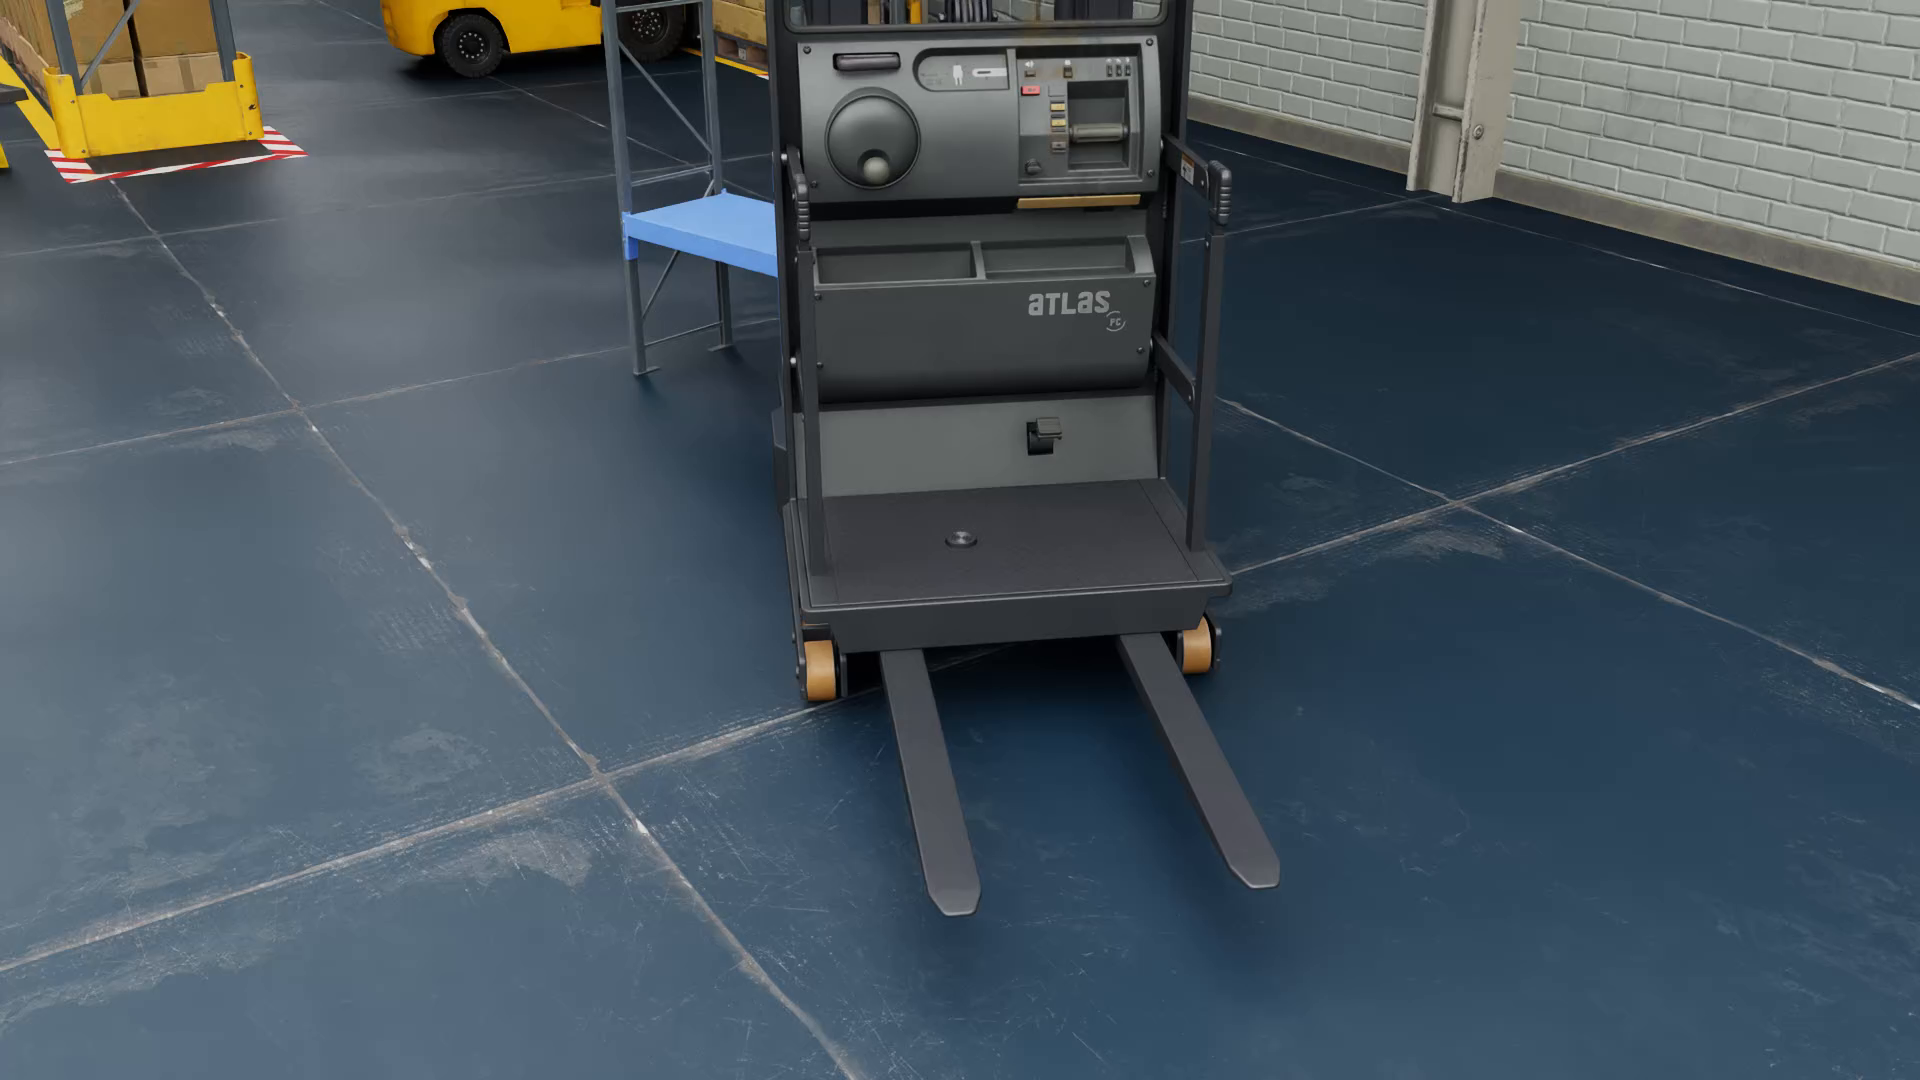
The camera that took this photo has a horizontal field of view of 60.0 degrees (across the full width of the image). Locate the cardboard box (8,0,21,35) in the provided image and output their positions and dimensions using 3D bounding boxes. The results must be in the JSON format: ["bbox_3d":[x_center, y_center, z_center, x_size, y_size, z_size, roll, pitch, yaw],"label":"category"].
[{"bbox_3d":[-6.531,-3.923,11.897,0.500,0.500,0.500,-14,29,-27],"label":"cardboard box"}]

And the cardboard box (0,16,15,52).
[{"bbox_3d":[-7.115,-3.958,12.851,0.500,0.250,0.500,-17,30,-32],"label":"cardboard box"}]

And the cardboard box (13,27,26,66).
[{"bbox_3d":[-6.523,-3.581,12.051,0.500,0.250,0.500,-16,30,-30],"label":"cardboard box"}]

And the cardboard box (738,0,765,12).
[{"bbox_3d":[-1.398,-4.287,12.961,0.500,0.250,0.500,-16,30,-30],"label":"cardboard box"}]

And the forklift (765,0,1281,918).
[{"bbox_3d":[0.088,-1.061,4.065,1.130,2.935,3.031,-3,25,-7],"label":"forklift"}]

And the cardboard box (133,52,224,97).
[{"bbox_3d":[-5.236,-3.155,11.148,0.500,0.250,0.500,-16,30,-30],"label":"cardboard box"}]

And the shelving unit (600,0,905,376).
[{"bbox_3d":[-0.749,-1.273,6.190,1.048,1.500,0.538,21,32,37],"label":"shelving unit"}]

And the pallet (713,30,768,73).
[{"bbox_3d":[-1.323,-4.016,13.510,1.003,0.211,1.213,-16,29,-30],"label":"pallet"}]

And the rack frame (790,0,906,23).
[{"bbox_3d":[-0.871,-5.013,12.356,1.000,3.000,0.127,-16,29,-30],"label":"rack frame"}]

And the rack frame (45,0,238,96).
[{"bbox_3d":[-5.027,-3.855,9.903,1.000,3.000,0.127,-16,29,-30],"label":"rack frame"}]

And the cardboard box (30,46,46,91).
[{"bbox_3d":[-5.970,-3.215,11.276,0.500,0.250,0.500,-15,29,-29],"label":"cardboard box"}]

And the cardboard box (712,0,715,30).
[{"bbox_3d":[-1.921,-4.415,13.818,0.500,0.250,0.500,-15,29,-29],"label":"cardboard box"}]

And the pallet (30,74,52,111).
[{"bbox_3d":[-6.145,-3.356,12.112,1.003,0.211,1.213,-16,29,-30],"label":"pallet"}]

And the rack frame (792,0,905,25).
[{"bbox_3d":[-0.369,-1.129,5.885,0.032,1.500,0.500,21,32,37],"label":"rack frame"}]

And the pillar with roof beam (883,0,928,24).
[{"bbox_3d":[-4.103,-7.182,9.923,9.100,9.000,0.400,-16,29,-30],"label":"pillar with roof beam"}]

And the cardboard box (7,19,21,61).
[{"bbox_3d":[-6.814,-3.770,12.452,0.500,0.250,0.500,-14,29,-27],"label":"cardboard box"}]

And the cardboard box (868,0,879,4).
[{"bbox_3d":[-0.953,-4.402,13.205,0.500,0.250,0.500,-15,29,-29],"label":"cardboard box"}]

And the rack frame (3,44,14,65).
[{"bbox_3d":[-7.211,-5.286,12.934,1.000,3.000,0.127,-16,29,-30],"label":"rack frame"}]

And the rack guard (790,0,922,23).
[{"bbox_3d":[-0.858,-3.874,12.871,1.175,0.500,0.348,-16,29,-30],"label":"rack guard"}]

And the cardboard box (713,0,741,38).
[{"bbox_3d":[-1.655,-4.234,13.435,0.500,0.250,0.500,-16,29,-30],"label":"cardboard box"}]

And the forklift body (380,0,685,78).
[{"bbox_3d":[-3.434,-4.883,13.073,2.313,2.155,1.214,-16,29,-30],"label":"forklift body"}]

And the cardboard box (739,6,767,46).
[{"bbox_3d":[-1.392,-4.054,13.053,0.500,0.250,0.500,-15,29,-29],"label":"cardboard box"}]

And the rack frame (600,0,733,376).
[{"bbox_3d":[-1.130,-1.417,6.495,0.032,1.500,0.500,21,32,37],"label":"rack frame"}]

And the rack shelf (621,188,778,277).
[{"bbox_3d":[-0.749,-1.110,6.267,1.000,0.185,0.538,21,32,37],"label":"rack shelf"}]

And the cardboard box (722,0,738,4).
[{"bbox_3d":[-1.663,-4.469,13.346,0.500,0.250,0.500,-16,30,-30],"label":"cardboard box"}]

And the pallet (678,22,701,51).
[{"bbox_3d":[-1.985,-4.452,14.433,1.003,0.211,1.213,-16,29,-30],"label":"pallet"}]

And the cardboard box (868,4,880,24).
[{"bbox_3d":[-0.975,-4.181,13.322,0.500,0.250,0.500,-15,29,-29],"label":"cardboard box"}]

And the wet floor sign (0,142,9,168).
[{"bbox_3d":[-5.820,-2.473,9.733,0.267,0.644,0.232,-6,26,-12],"label":"wet floor sign"}]

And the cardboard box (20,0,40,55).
[{"bbox_3d":[-5.971,-3.552,11.112,0.500,0.500,0.500,-14,29,-28],"label":"cardboard box"}]

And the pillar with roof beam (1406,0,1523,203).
[{"bbox_3d":[-0.827,-5.036,5.377,9.100,9.000,0.400,-16,29,-30],"label":"pillar with roof beam"}]

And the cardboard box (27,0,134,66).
[{"bbox_3d":[-5.683,-3.367,10.718,0.500,0.500,0.500,-15,29,-29],"label":"cardboard box"}]

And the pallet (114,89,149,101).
[{"bbox_3d":[-5.483,-2.920,11.189,1.003,0.211,1.213,-16,29,-30],"label":"pallet"}]

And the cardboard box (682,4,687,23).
[{"bbox_3d":[-2.223,-4.596,14.201,0.500,0.250,0.500,-15,29,-28],"label":"cardboard box"}]

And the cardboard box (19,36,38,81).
[{"bbox_3d":[-6.261,-3.401,11.670,0.500,0.250,0.500,-17,30,-31],"label":"cardboard box"}]

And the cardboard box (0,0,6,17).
[{"bbox_3d":[-7.115,-4.298,12.690,0.500,0.500,0.500,-14,29,-27],"label":"cardboard box"}]

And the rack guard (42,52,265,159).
[{"bbox_3d":[-5.069,-2.752,10.494,1.175,0.500,0.348,-16,29,-30],"label":"rack guard"}]

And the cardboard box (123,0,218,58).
[{"bbox_3d":[-5.250,-3.502,11.006,0.500,0.500,0.500,-17,30,-31],"label":"cardboard box"}]

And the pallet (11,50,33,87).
[{"bbox_3d":[-6.815,-3.793,13.037,1.003,0.211,1.213,-16,29,-30],"label":"pallet"}]

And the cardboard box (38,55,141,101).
[{"bbox_3d":[-5.707,-3.037,10.898,0.500,0.250,0.500,-16,29,-30],"label":"cardboard box"}]

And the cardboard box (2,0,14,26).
[{"bbox_3d":[-6.813,-4.109,12.291,0.500,0.500,0.500,-14,29,-28],"label":"cardboard box"}]

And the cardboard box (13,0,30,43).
[{"bbox_3d":[-6.241,-3.735,11.498,0.500,0.500,0.500,-16,30,-31],"label":"cardboard box"}]

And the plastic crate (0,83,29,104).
[{"bbox_3d":[-7.041,-3.213,11.962,0.583,0.080,0.402,18,31,33],"label":"plastic crate"}]

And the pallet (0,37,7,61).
[{"bbox_3d":[-7.637,-4.303,14.118,1.003,0.211,1.213,-16,29,-30],"label":"pallet"}]
